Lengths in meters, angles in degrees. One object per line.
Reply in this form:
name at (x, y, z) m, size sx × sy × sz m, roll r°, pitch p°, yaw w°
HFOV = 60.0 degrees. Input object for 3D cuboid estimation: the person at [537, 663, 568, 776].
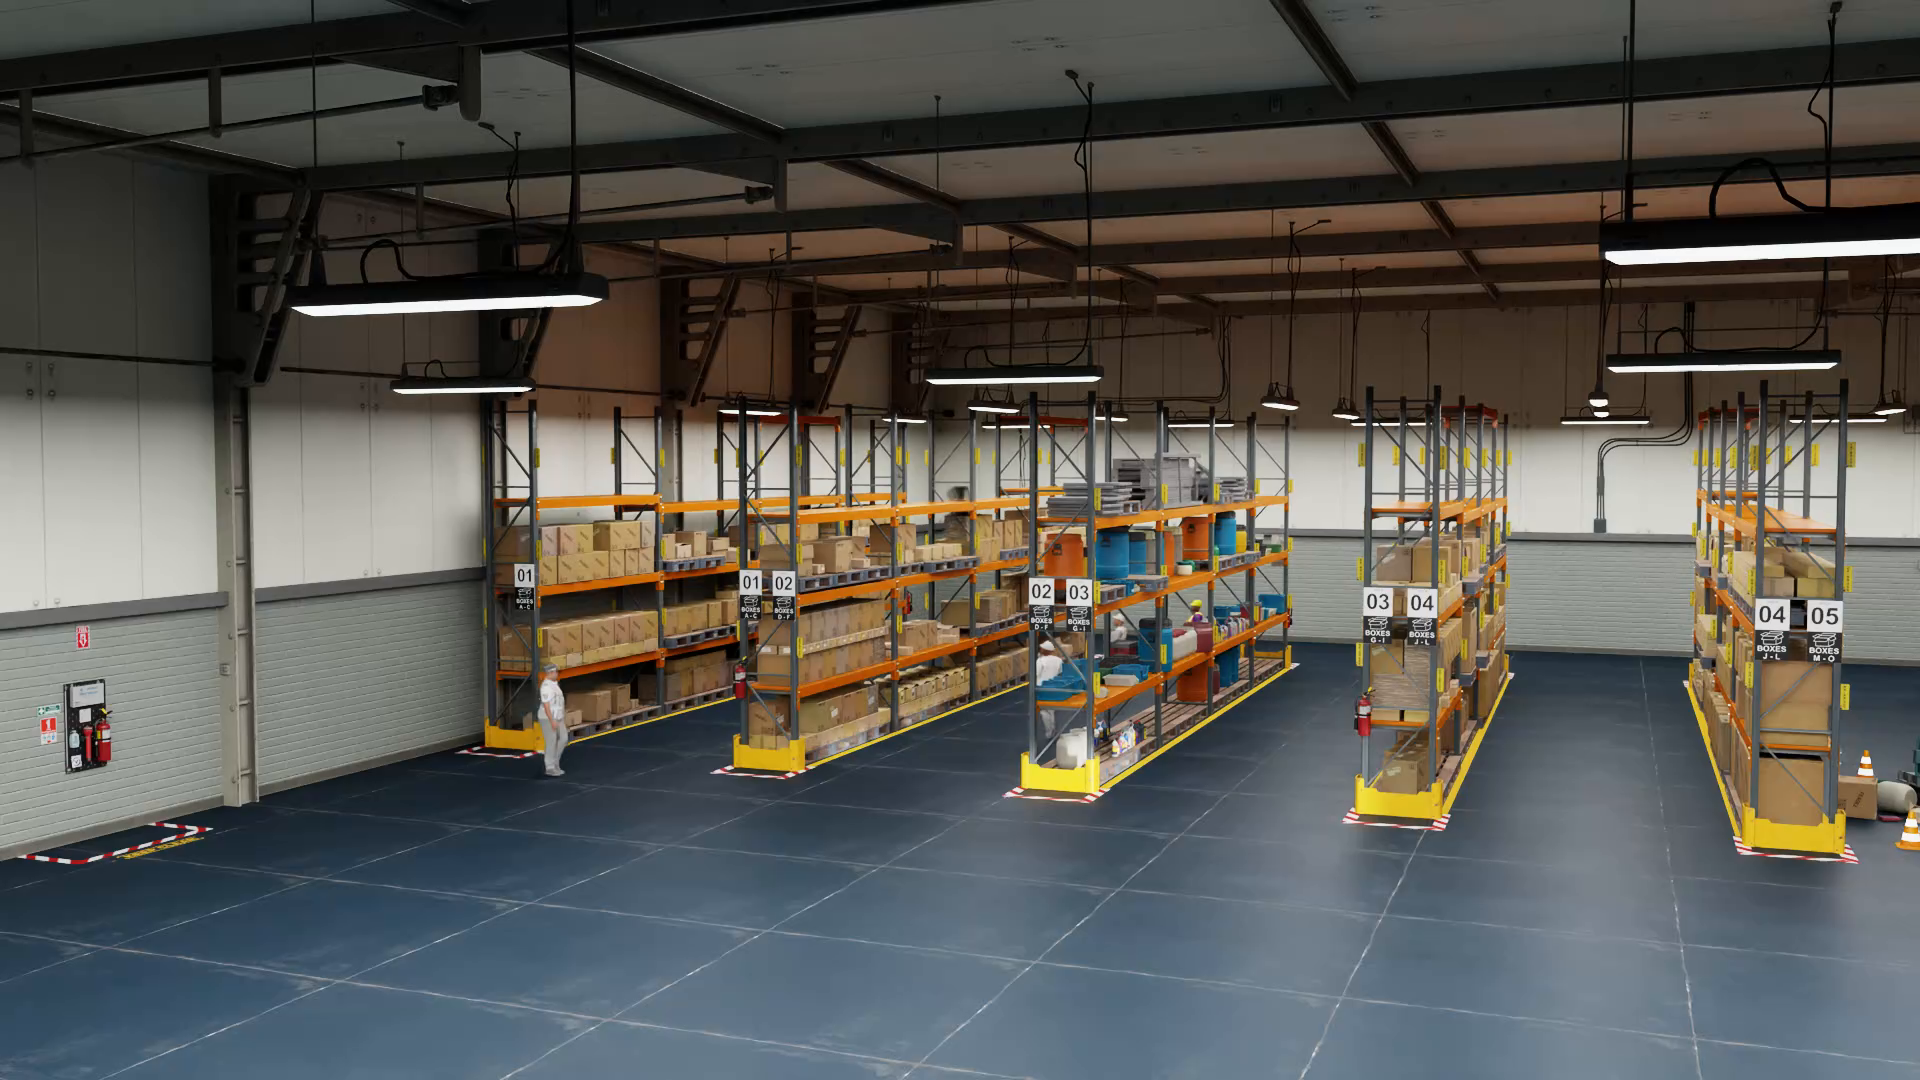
person at (-6.450, 2.856, 26.323) m, size 0.450 × 1.830 × 0.587 m, roll 1°, pitch 3°, yaw 11°

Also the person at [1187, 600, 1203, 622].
person at (5.355, 2.245, 37.936) m, size 0.383 × 1.769 × 0.626 m, roll 1°, pitch 3°, yaw 13°

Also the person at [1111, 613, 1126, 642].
person at (3.176, 2.409, 34.477) m, size 0.542 × 1.791 × 0.577 m, roll 2°, pitch 3°, yaw 31°

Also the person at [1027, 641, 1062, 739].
person at (1.563, 2.687, 29.714) m, size 0.676 × 1.790 × 0.506 m, roll -1°, pitch 3°, yaw -22°

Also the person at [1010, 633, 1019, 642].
person at (1.401, 2.061, 42.500) m, size 0.622 × 1.633 × 0.927 m, roll 0°, pitch 3°, yaw -5°
